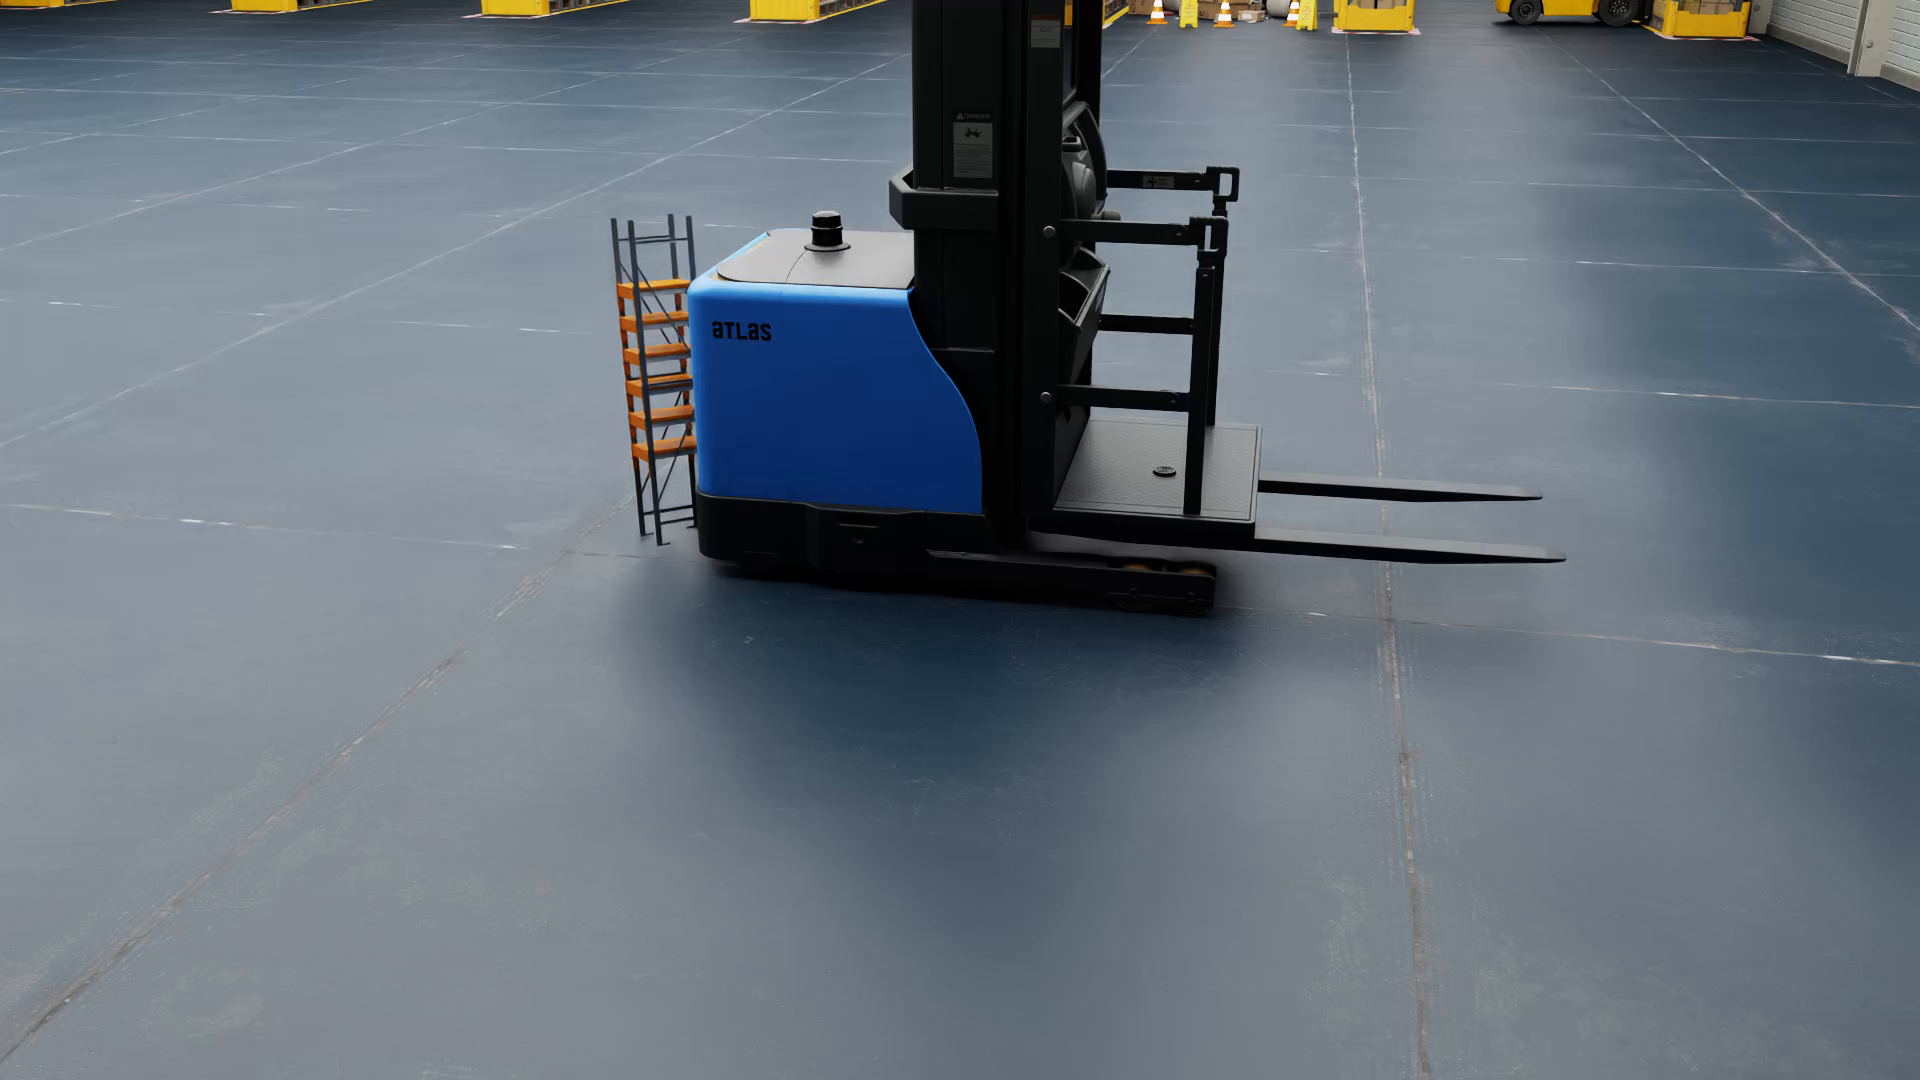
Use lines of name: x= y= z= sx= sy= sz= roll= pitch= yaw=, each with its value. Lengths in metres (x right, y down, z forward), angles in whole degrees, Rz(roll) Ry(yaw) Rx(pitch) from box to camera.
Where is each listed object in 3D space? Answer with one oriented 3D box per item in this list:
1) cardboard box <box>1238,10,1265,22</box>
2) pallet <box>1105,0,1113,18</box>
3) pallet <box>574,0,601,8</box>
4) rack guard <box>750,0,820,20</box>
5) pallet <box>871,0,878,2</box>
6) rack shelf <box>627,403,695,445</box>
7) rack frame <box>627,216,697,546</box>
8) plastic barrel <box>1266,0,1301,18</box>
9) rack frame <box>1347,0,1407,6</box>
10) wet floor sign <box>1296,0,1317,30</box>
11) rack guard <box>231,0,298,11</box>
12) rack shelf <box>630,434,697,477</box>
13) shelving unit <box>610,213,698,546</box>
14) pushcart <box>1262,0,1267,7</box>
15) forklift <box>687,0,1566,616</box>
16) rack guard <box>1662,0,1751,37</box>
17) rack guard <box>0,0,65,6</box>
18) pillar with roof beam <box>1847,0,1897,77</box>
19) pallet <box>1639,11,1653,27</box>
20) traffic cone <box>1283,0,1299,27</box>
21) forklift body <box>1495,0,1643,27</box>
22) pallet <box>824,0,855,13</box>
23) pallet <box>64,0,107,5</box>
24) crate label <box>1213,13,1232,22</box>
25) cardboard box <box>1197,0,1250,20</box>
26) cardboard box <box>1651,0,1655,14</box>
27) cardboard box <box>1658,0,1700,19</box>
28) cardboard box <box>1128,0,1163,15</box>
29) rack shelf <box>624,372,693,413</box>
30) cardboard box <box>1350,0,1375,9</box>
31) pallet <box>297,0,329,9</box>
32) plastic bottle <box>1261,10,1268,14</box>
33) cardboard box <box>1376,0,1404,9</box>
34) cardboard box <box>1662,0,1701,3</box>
cardboard box: x=4.958 y=-8.915 z=28.291 sx=0.380 sy=0.149 sz=0.250 roll=18 pitch=28 yaw=38
pallet: x=2.139 y=-9.395 z=29.398 sx=1.003 sy=0.211 sz=1.213 roll=4 pitch=22 yaw=11
pallet: x=-7.491 y=-10.217 z=31.440 sx=1.003 sy=0.211 sz=1.213 roll=4 pitch=22 yaw=11
rack guard: x=-3.018 y=-9.228 z=28.598 sx=1.175 sy=0.500 sz=0.348 roll=4 pitch=22 yaw=11
pallet: x=-2.060 y=-10.814 z=32.923 sx=1.003 sy=0.211 sz=1.213 roll=4 pitch=22 yaw=11
rack shelf: x=-1.092 y=-0.436 z=6.238 sx=0.258 sy=0.103 sz=0.180 roll=-11 pitch=17 yaw=-29
rack frame: x=-1.053 y=-0.576 z=6.119 sx=0.240 sy=1.200 sz=0.006 roll=-11 pitch=17 yaw=-29
plastic barrel: x=5.607 y=-9.280 z=28.830 sx=0.421 sy=0.421 sz=0.512 roll=-16 pitch=27 yaw=-35
rack frame: x=6.668 y=-9.605 z=26.187 sx=1.000 sy=3.000 sz=0.127 roll=4 pitch=22 yaw=11
wet floor sign: x=5.582 y=-8.525 z=26.656 sx=0.267 sy=0.644 sz=0.232 roll=13 pitch=25 yaw=29
rack guard: x=-12.736 y=-9.948 z=30.386 sx=1.175 sy=0.500 sz=0.348 roll=4 pitch=22 yaw=11
rack shelf: x=-1.087 y=-0.320 z=6.270 sx=0.258 sy=0.103 sz=0.180 roll=-11 pitch=17 yaw=-29
shelving unit: x=-1.099 y=-0.595 z=6.195 sx=0.258 sy=1.200 sz=0.189 roll=-11 pitch=17 yaw=-29
pushcart: x=5.242 y=-10.007 z=30.695 sx=1.648 sy=0.377 sz=0.936 roll=-3 pitch=22 yaw=-8
forklift: x=0.616 y=-1.315 z=5.696 sx=3.031 sy=2.935 sz=1.130 roll=4 pitch=22 yaw=10
rack guard: x=11.523 y=-8.059 z=25.696 sx=1.175 sy=0.500 sz=0.348 roll=4 pitch=22 yaw=11
rack guard: x=-17.566 y=-10.361 z=31.411 sx=1.175 sy=0.500 sz=0.348 roll=4 pitch=22 yaw=11
pillar with roof beam: x=7.114 y=-10.330 z=19.958 sx=9.100 sy=9.000 sz=0.400 roll=4 pitch=22 yaw=11
pallet: x=11.894 y=-8.662 z=27.578 sx=1.003 sy=0.211 sz=1.213 roll=4 pitch=22 yaw=11
traffic cone: x=5.493 y=-8.684 z=27.295 sx=0.336 sy=0.463 sz=0.334 roll=4 pitch=22 yaw=11
forklift body: x=10.129 y=-9.667 z=27.476 sx=2.313 sy=2.155 sz=1.214 roll=4 pitch=22 yaw=11
pallet: x=-2.567 y=-9.834 z=30.488 sx=1.003 sy=0.211 sz=1.213 roll=4 pitch=22 yaw=11
pallet: x=-17.365 y=-10.522 z=32.196 sx=1.003 sy=0.211 sz=1.213 roll=4 pitch=22 yaw=11
crate label: x=4.436 y=-8.785 z=27.983 sx=0.250 sy=0.136 sz=0.298 roll=-7 pitch=23 yaw=-17
cardboard box: x=4.548 y=-9.282 z=28.727 sx=0.797 sy=0.503 sz=0.637 roll=-11 pitch=25 yaw=-26
cardboard box: x=11.536 y=-8.706 z=27.075 sx=0.500 sy=0.250 sz=0.500 roll=5 pitch=22 yaw=11
cardboard box: x=11.314 y=-8.343 z=26.172 sx=0.500 sy=0.250 sz=0.500 roll=5 pitch=22 yaw=11
cardboard box: x=3.305 y=-9.604 z=29.527 sx=0.500 sy=0.500 sz=0.500 roll=8 pitch=23 yaw=20
rack shelf: x=-1.097 y=-0.552 z=6.207 sx=0.258 sy=0.103 sz=0.180 roll=-11 pitch=17 yaw=-29
cardboard box: x=6.574 y=-8.849 z=27.429 sx=0.500 sy=0.250 sz=0.500 roll=4 pitch=22 yaw=11
pallet: x=-12.616 y=-10.106 z=31.164 sx=1.003 sy=0.211 sz=1.213 roll=4 pitch=22 yaw=11
plastic bottle: x=5.385 y=-9.376 z=29.551 sx=0.133 sy=0.061 sz=0.283 roll=8 pitch=23 yaw=20
cardboard box: x=7.103 y=-8.798 z=27.302 sx=0.500 sy=0.250 sz=0.500 roll=4 pitch=22 yaw=10
cardboard box: x=11.321 y=-8.581 z=26.093 sx=0.500 sy=0.250 sz=0.500 roll=4 pitch=22 yaw=10
